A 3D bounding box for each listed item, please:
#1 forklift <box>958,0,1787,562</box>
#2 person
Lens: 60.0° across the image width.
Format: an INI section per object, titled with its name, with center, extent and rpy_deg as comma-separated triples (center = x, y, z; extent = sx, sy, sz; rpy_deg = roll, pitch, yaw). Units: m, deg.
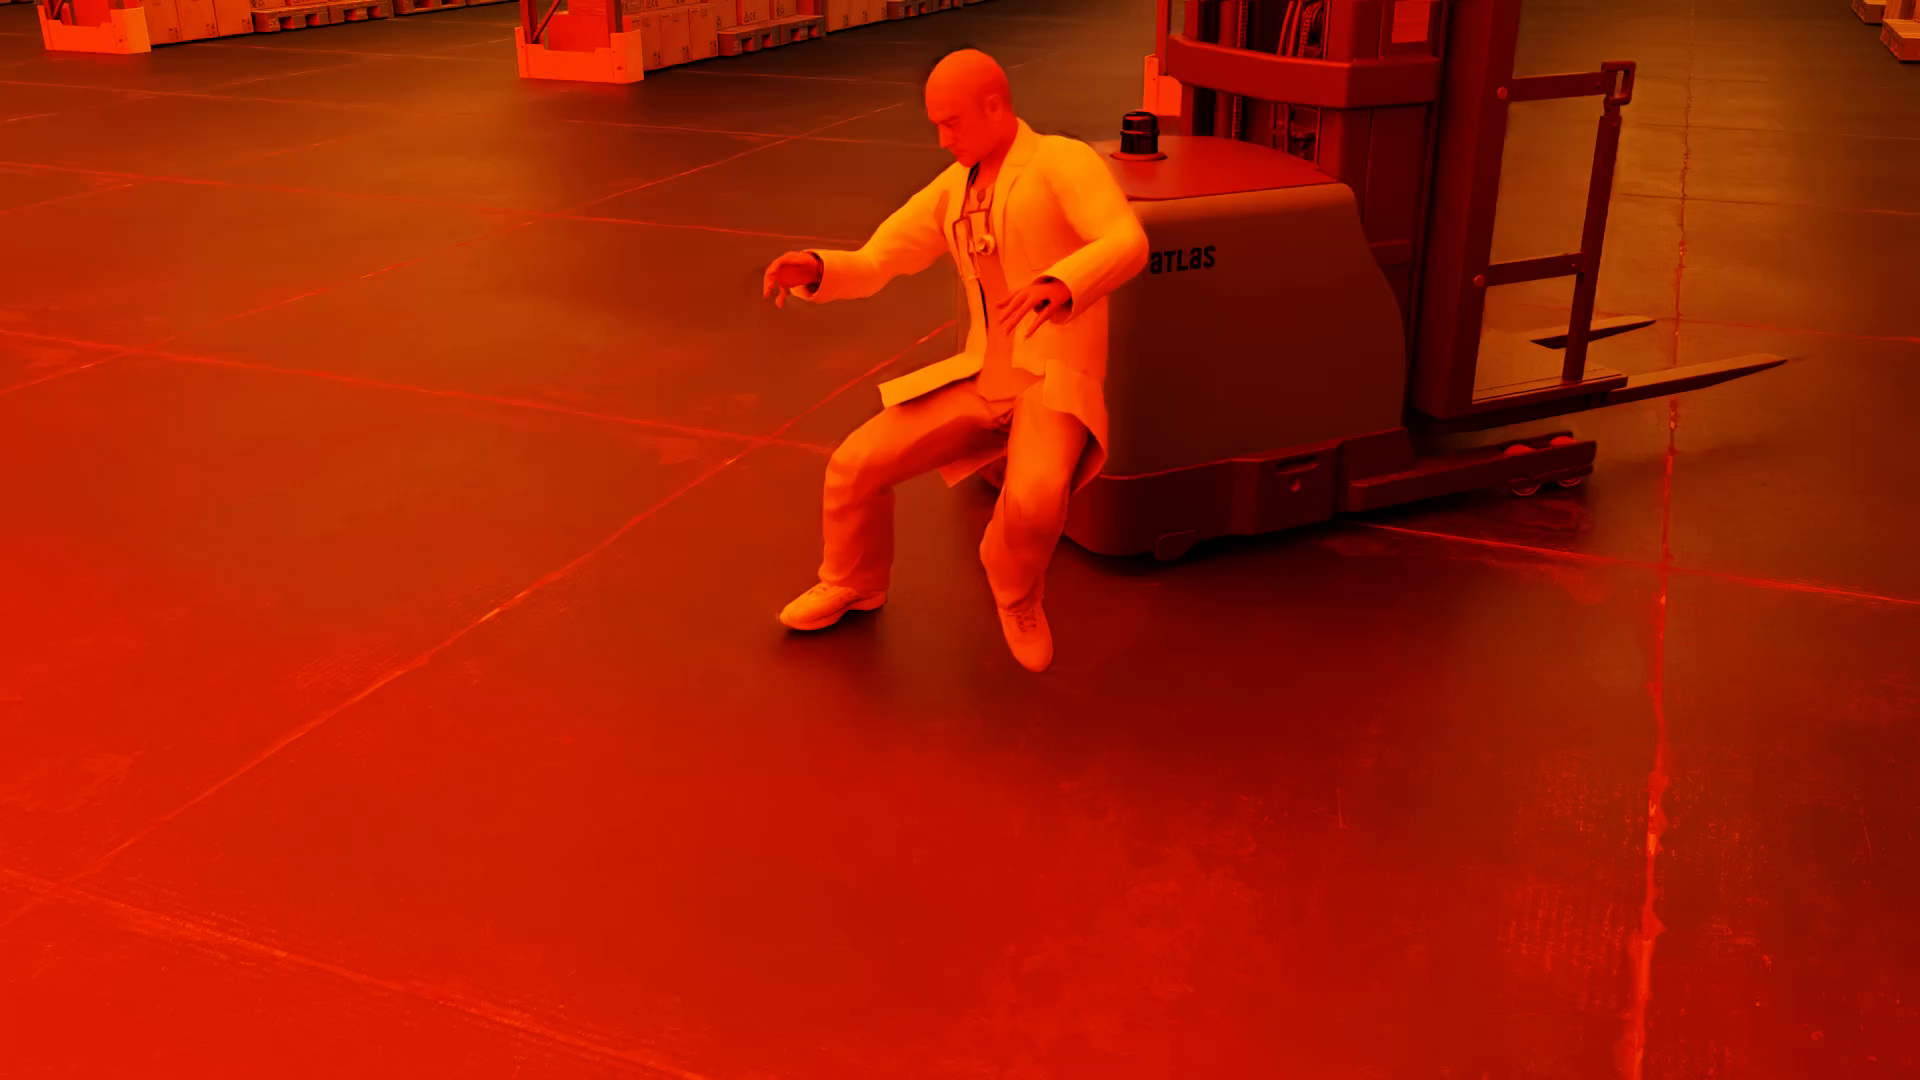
[forklift]
center = 1.533, -1.666, 5.278
extent = 3.031, 2.935, 1.130
rpy_deg = -11, 25, -24
[person]
center = -0.033, -0.385, 4.046
extent = 0.827, 1.517, 0.949
rpy_deg = -21, 30, -40
